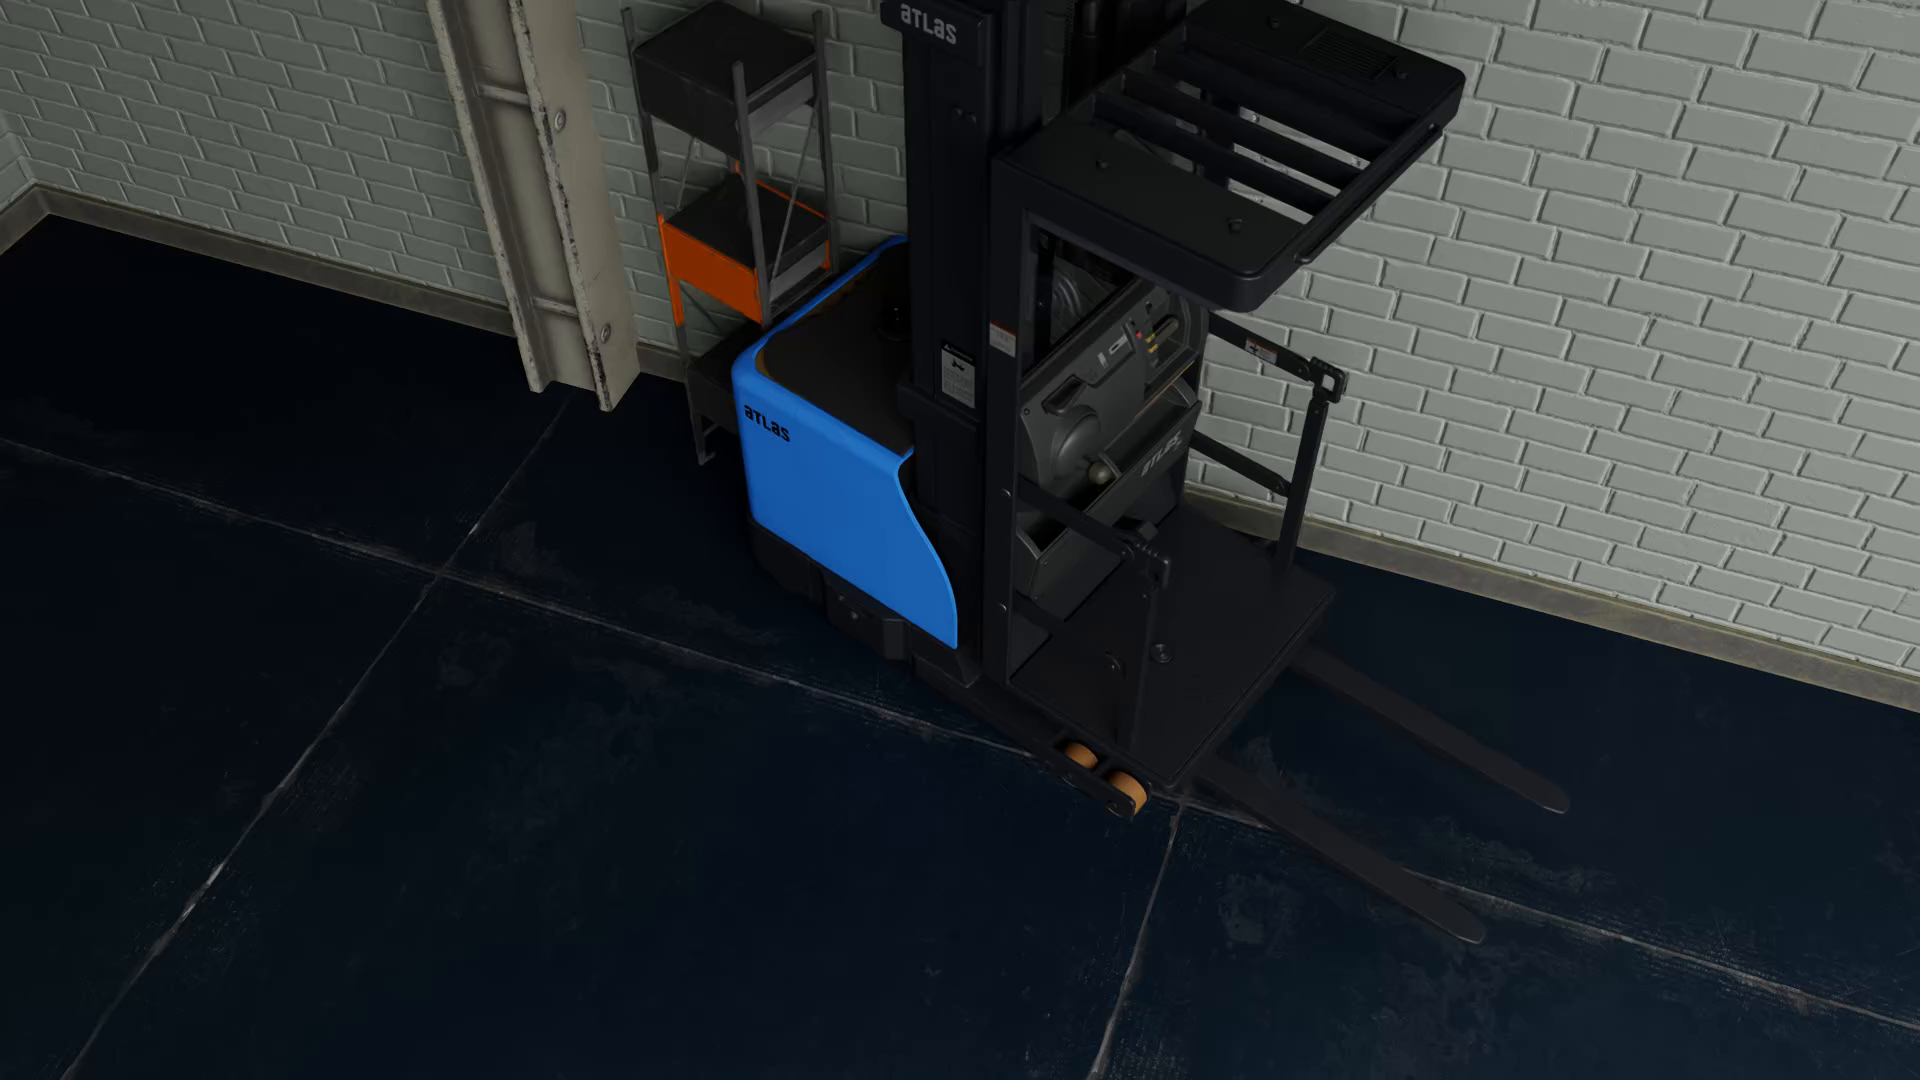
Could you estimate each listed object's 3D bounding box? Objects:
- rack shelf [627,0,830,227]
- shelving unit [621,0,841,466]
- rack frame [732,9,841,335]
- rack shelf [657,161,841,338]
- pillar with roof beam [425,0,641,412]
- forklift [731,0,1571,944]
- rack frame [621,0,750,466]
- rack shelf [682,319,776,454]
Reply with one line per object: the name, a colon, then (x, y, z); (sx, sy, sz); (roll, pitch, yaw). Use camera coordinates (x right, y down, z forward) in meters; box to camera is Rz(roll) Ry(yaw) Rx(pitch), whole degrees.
rack shelf: (-0.761, -1.449, 5.575); (0.480, 0.518, 0.431); (31, 56, 24)
shelving unit: (-0.761, -0.999, 6.093); (0.503, 2.100, 0.431); (31, 56, 24)
rack frame: (-0.570, -0.884, 5.993); (0.015, 2.100, 0.400); (31, 56, 24)
rack shelf: (-0.761, -0.990, 6.104); (0.480, 0.518, 0.431); (31, 56, 24)
pillar with roof beam: (-3.113, -0.601, 1.183); (0.400, 9.000, 9.100); (16, 51, 13)
forklift: (0.655, -0.456, 5.072); (3.031, 2.935, 1.130); (31, 56, 24)
rack frame: (-0.951, -1.115, 6.193); (0.015, 2.100, 0.400); (31, 56, 24)
rack shelf: (-0.761, -0.532, 6.632); (0.480, 0.518, 0.431); (31, 56, 24)
